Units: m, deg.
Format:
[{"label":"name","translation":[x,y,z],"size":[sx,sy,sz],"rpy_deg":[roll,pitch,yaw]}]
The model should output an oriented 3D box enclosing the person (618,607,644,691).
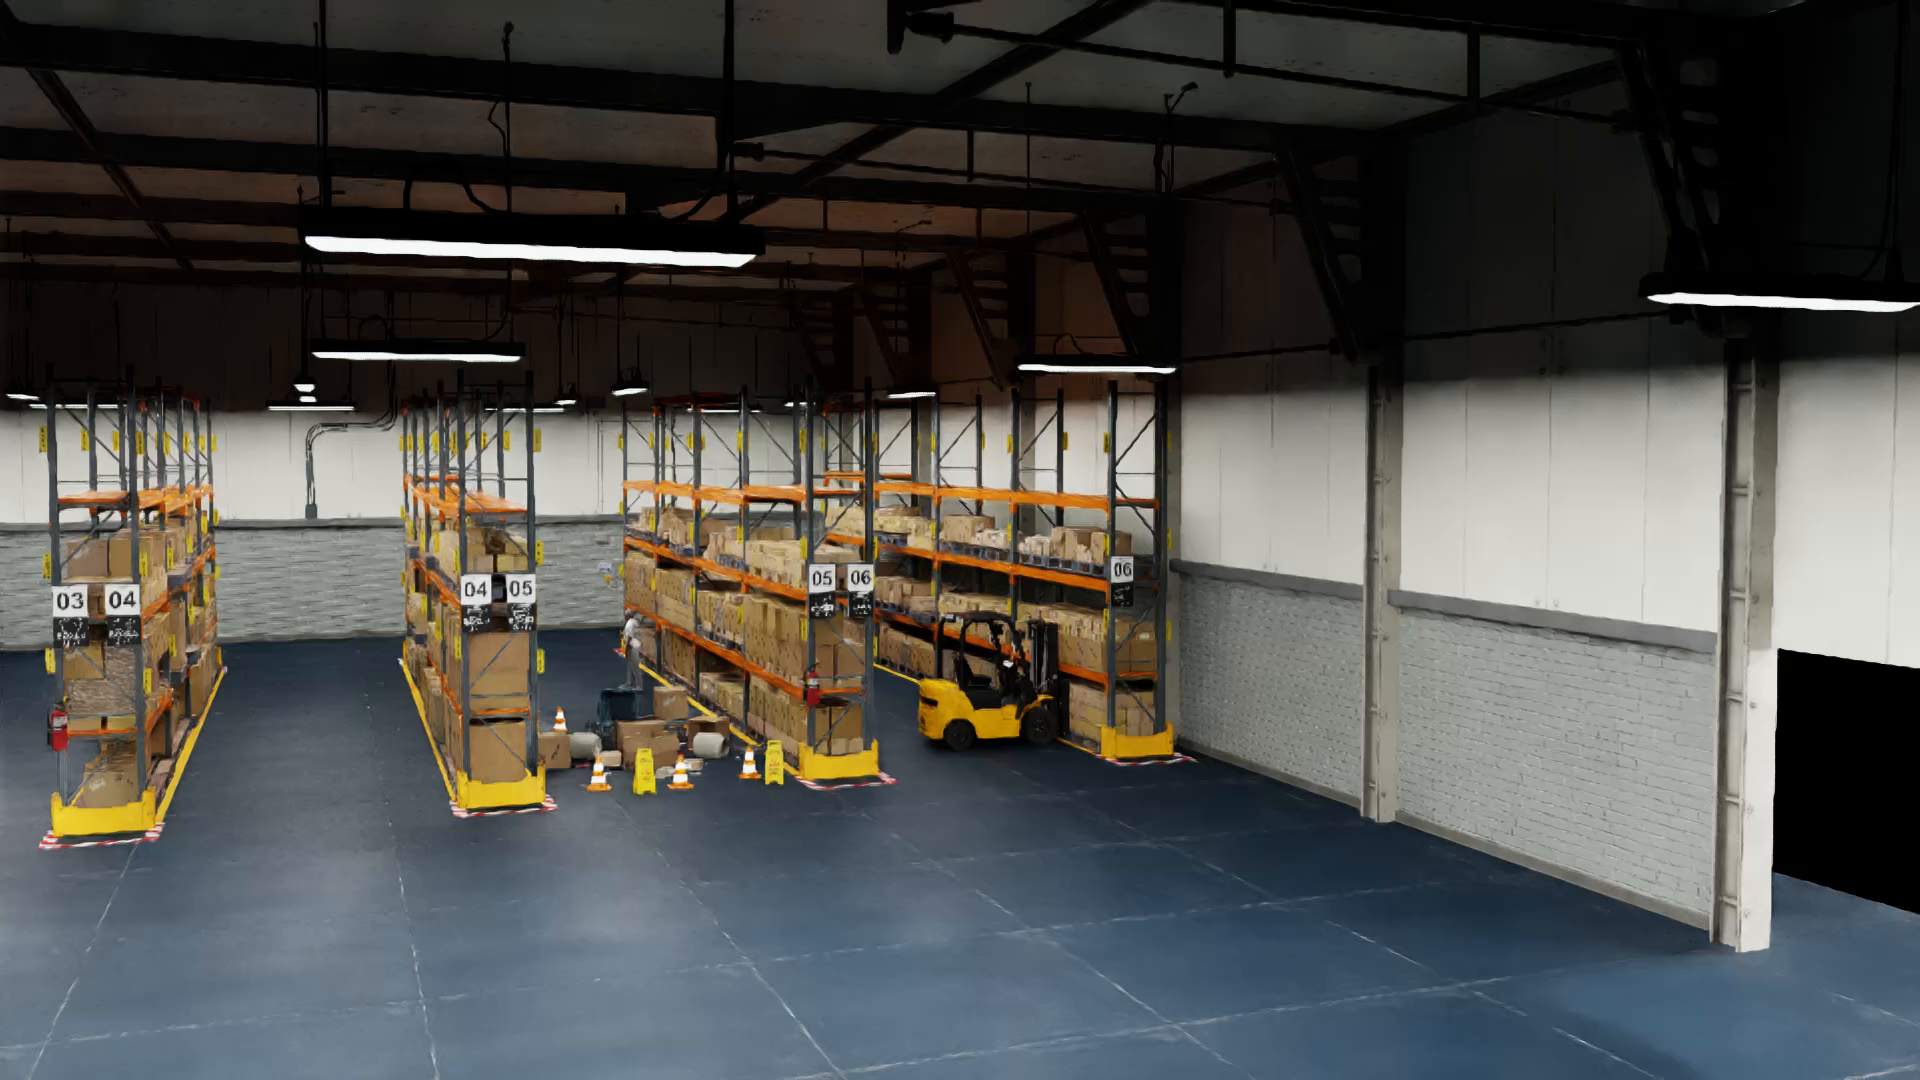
[{"label":"person","translation":[-6.648,2.195,33.567],"size":[0.560,1.663,0.565],"rpy_deg":[0,3,-1]}]
